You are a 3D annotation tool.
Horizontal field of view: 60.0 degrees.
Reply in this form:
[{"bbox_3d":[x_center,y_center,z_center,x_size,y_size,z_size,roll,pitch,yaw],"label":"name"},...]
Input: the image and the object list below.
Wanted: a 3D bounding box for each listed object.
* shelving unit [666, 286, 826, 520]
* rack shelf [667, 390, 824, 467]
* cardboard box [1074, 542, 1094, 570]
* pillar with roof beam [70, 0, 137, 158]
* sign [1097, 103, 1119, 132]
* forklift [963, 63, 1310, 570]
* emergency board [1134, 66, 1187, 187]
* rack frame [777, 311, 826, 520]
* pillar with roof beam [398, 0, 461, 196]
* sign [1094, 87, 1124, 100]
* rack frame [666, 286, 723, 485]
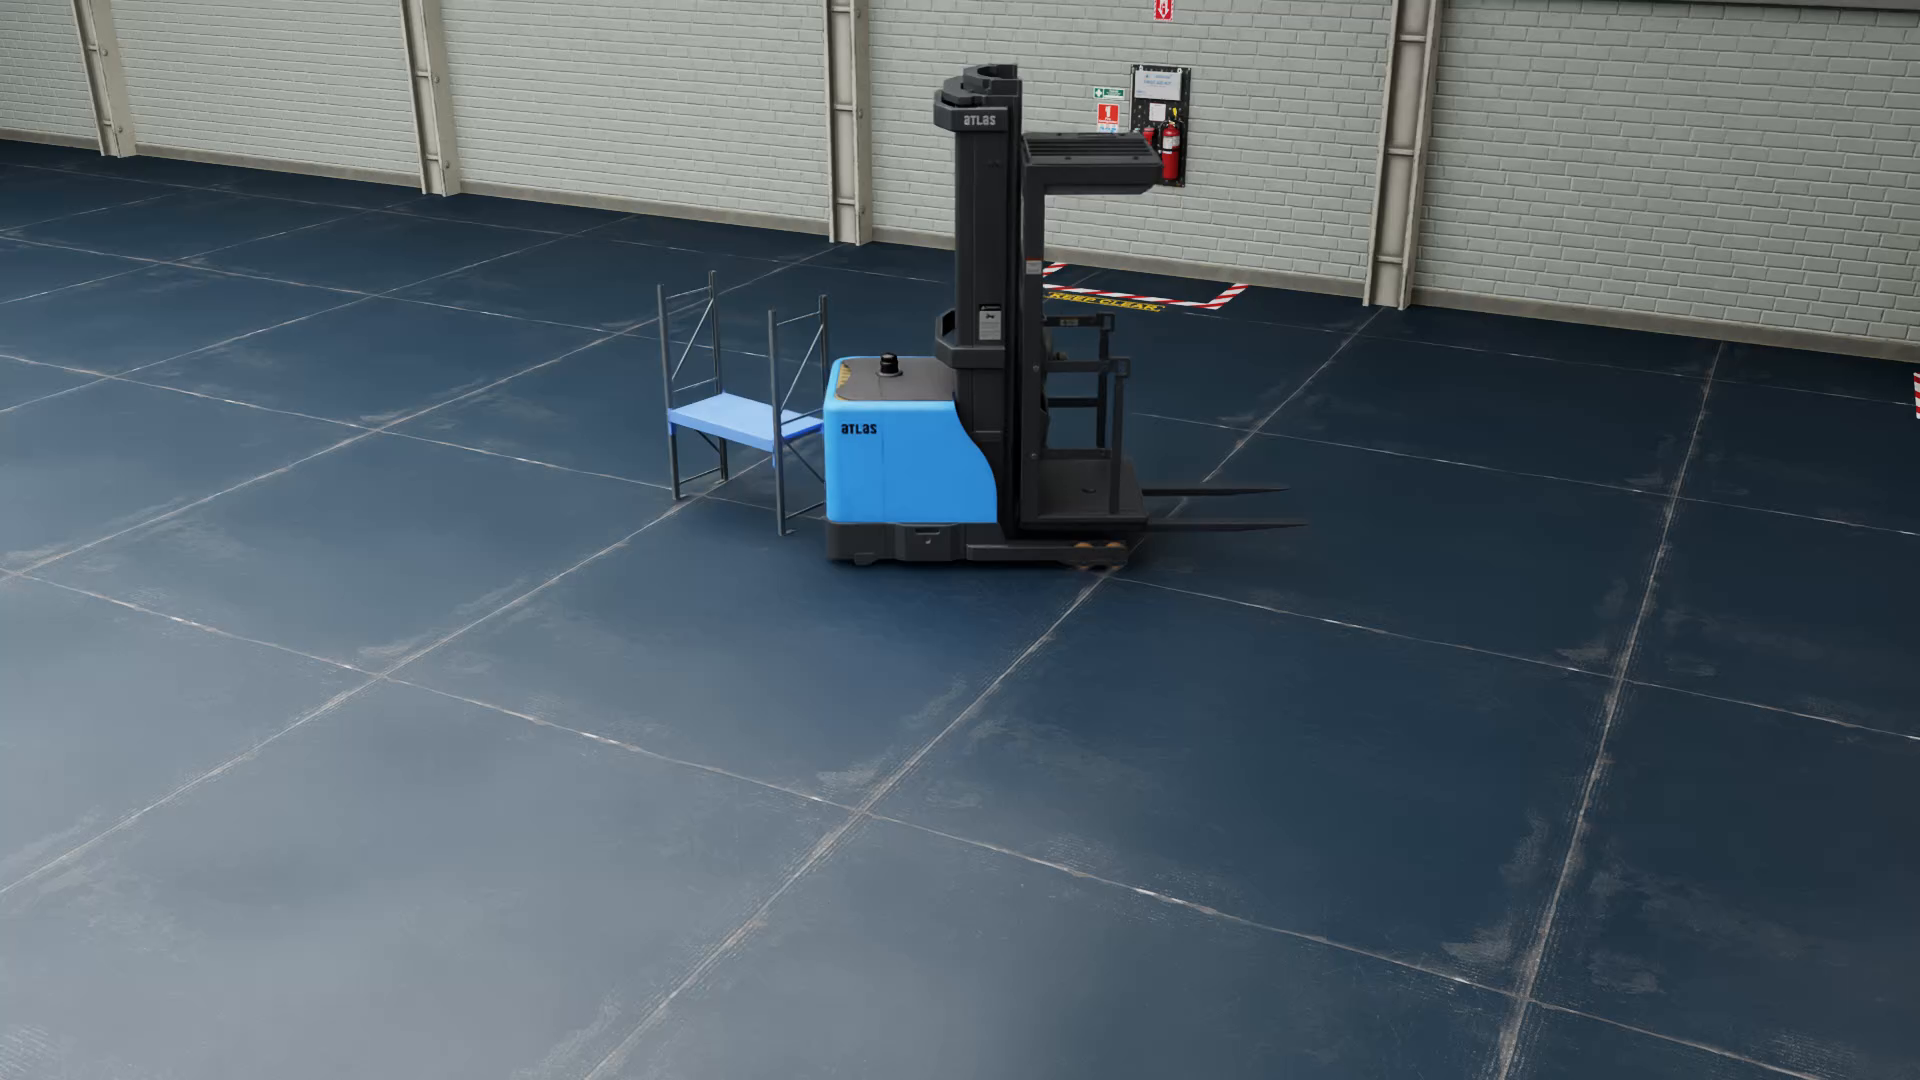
[{"bbox_3d":[-1.408,-0.915,10.986,1.030,1.308,0.538,18,29,35],"label":"shelving unit"},{"bbox_3d":[-1.408,-0.750,11.056,1.000,0.185,0.538,18,29,35],"label":"rack shelf"},{"bbox_3d":[0.766,0.100,10.316,0.196,0.156,0.181,11,25,24],"label":"cardboard box"},{"bbox_3d":[-13.866,-8.104,18.307,0.400,9.000,9.100,11,25,25],"label":"pillar with roof beam"},{"bbox_3d":[1.504,-4.268,16.908,0.234,0.329,0.001,11,25,25],"label":"sign"},{"bbox_3d":[0.676,-1.370,10.227,3.031,2.935,1.121,0,23,0],"label":"forklift"},{"bbox_3d":[1.954,-4.117,16.598,0.636,1.158,0.192,11,25,25],"label":"emergency board"},{"bbox_3d":[-1.014,-0.789,10.690,0.013,1.308,0.475,18,29,35],"label":"rack frame"},{"bbox_3d":[-8.512,-7.044,15.816,0.400,9.000,9.100,11,25,25],"label":"pillar with roof beam"},{"bbox_3d":[1.505,-4.508,16.795,0.331,0.109,0.001,11,25,25],"label":"sign"},{"bbox_3d":[-1.804,-1.040,11.279,0.013,1.308,0.475,18,29,35],"label":"rack frame"}]
